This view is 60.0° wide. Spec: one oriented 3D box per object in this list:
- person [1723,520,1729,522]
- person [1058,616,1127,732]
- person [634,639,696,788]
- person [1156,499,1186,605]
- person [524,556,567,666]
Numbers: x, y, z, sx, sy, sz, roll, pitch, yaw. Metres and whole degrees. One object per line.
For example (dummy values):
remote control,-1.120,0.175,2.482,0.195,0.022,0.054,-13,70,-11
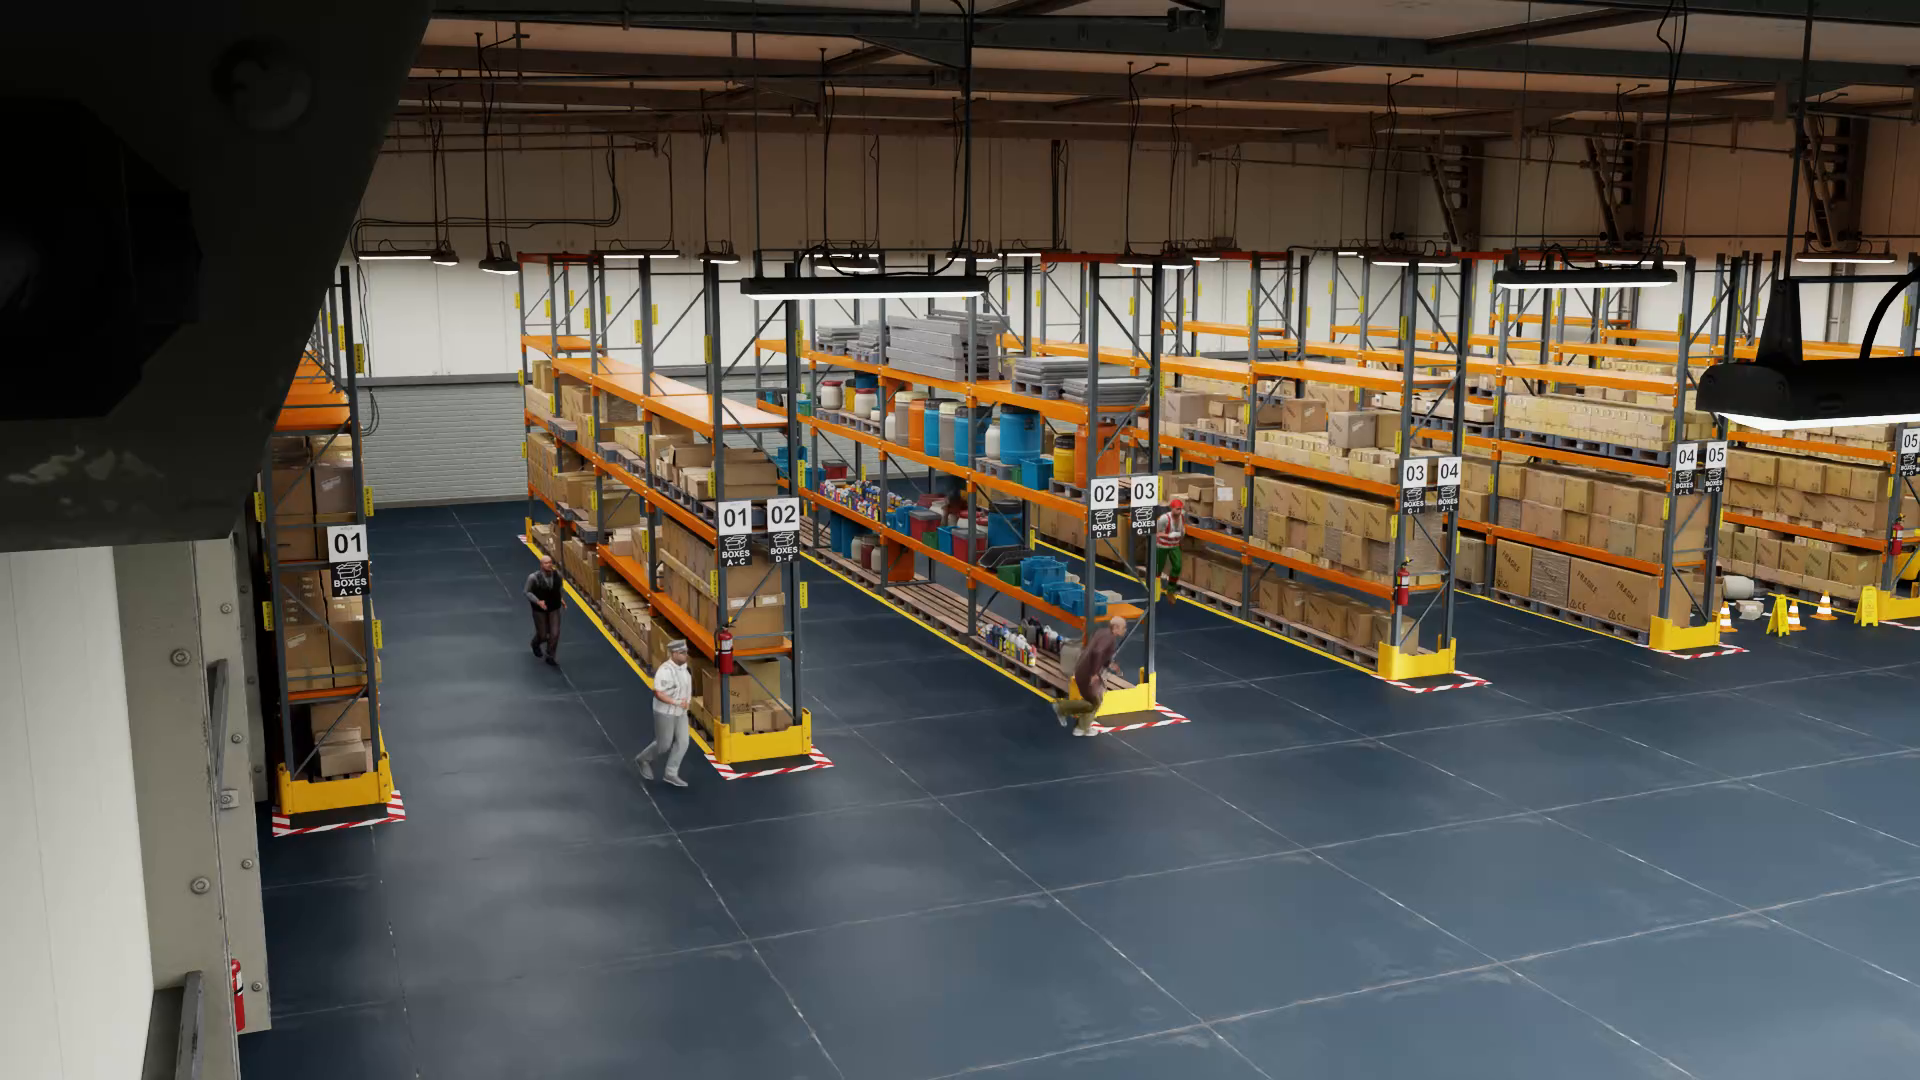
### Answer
person,15.325,-0.514,33.093,0.631,1.737,0.790,-5,12,-27
person,1.680,1.719,21.142,0.862,1.518,0.730,0,10,-2
person,-3.464,1.989,19.441,0.750,1.757,0.659,6,12,29
person,3.527,0.180,27.932,0.696,1.823,0.909,-5,11,-24
person,-6.207,1.031,24.832,0.654,1.673,0.756,-7,12,-32
